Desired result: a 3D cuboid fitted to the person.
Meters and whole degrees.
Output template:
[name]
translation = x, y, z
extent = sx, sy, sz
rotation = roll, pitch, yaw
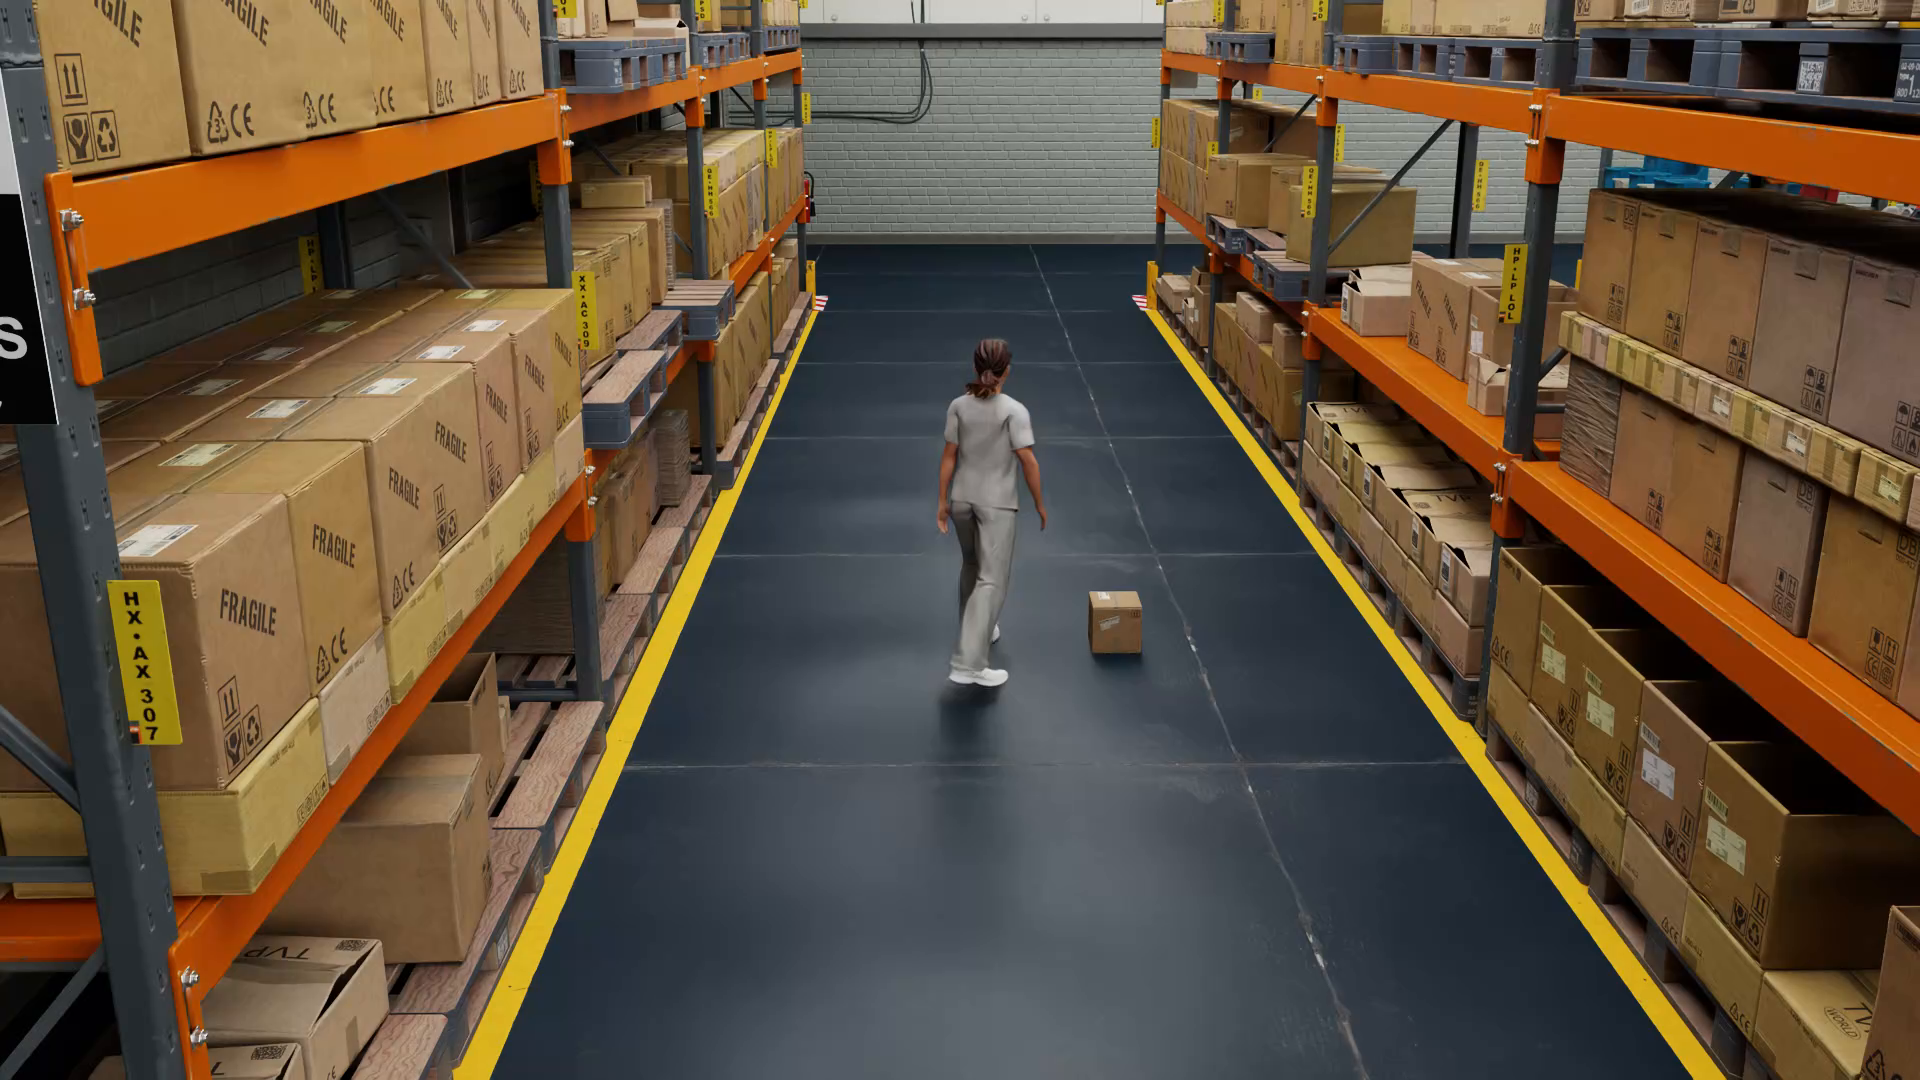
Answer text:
[person]
translation = 0.120, -0.152, 8.076
extent = 0.515, 1.639, 0.800
rotation = 10, 20, 30
